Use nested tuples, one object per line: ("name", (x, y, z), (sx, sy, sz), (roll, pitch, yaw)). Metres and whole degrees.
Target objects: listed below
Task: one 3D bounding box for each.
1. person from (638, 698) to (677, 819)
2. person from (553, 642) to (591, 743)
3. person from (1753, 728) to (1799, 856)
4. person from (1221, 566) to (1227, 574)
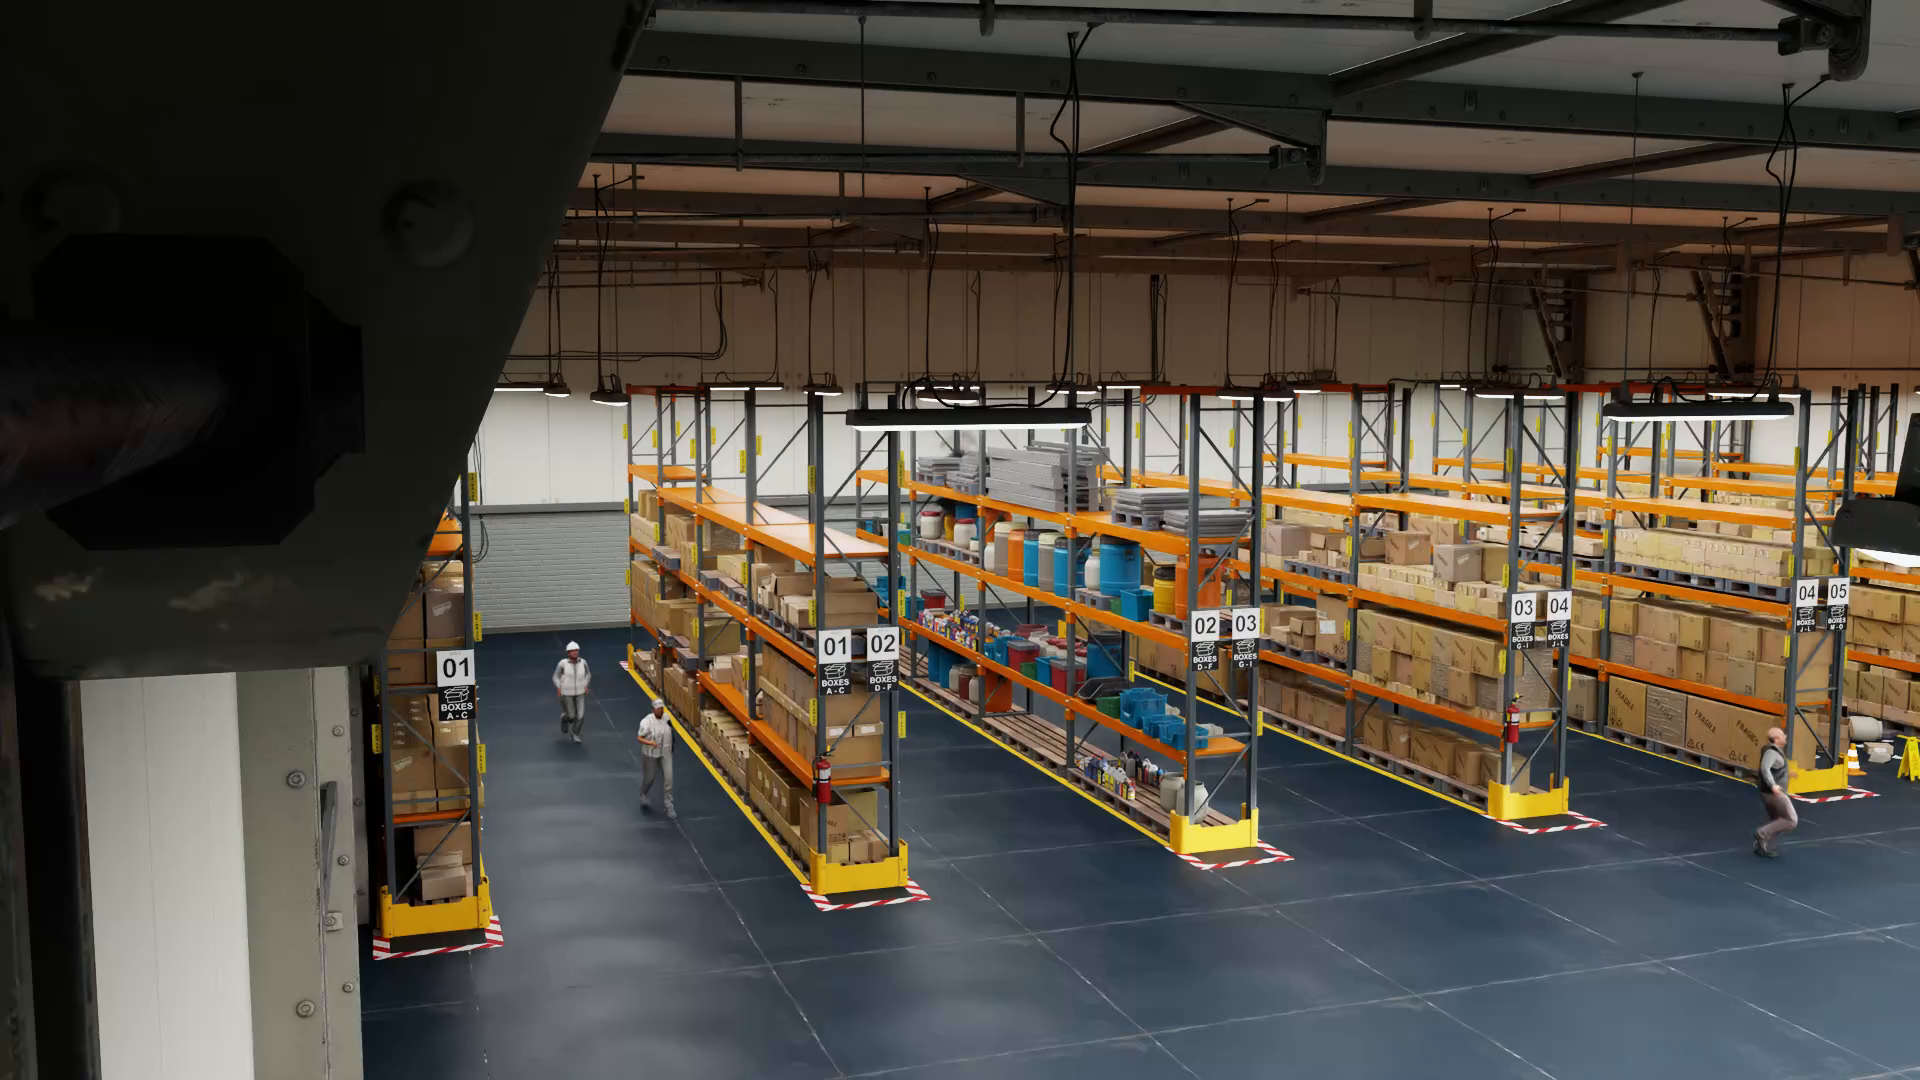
("person", (-4.326, 3.039, 23.675), (0.577, 1.631, 0.937), (-3, 7, -29))
("person", (-6.572, 2.572, 28.214), (0.648, 1.724, 0.616), (-3, 7, -28))
("person", (10.564, 3.268, 21.518), (0.542, 1.694, 0.703), (2, 6, 18))
("person", (6.088, 1.460, 38.952), (0.689, 1.728, 0.648), (1, 6, 6))
